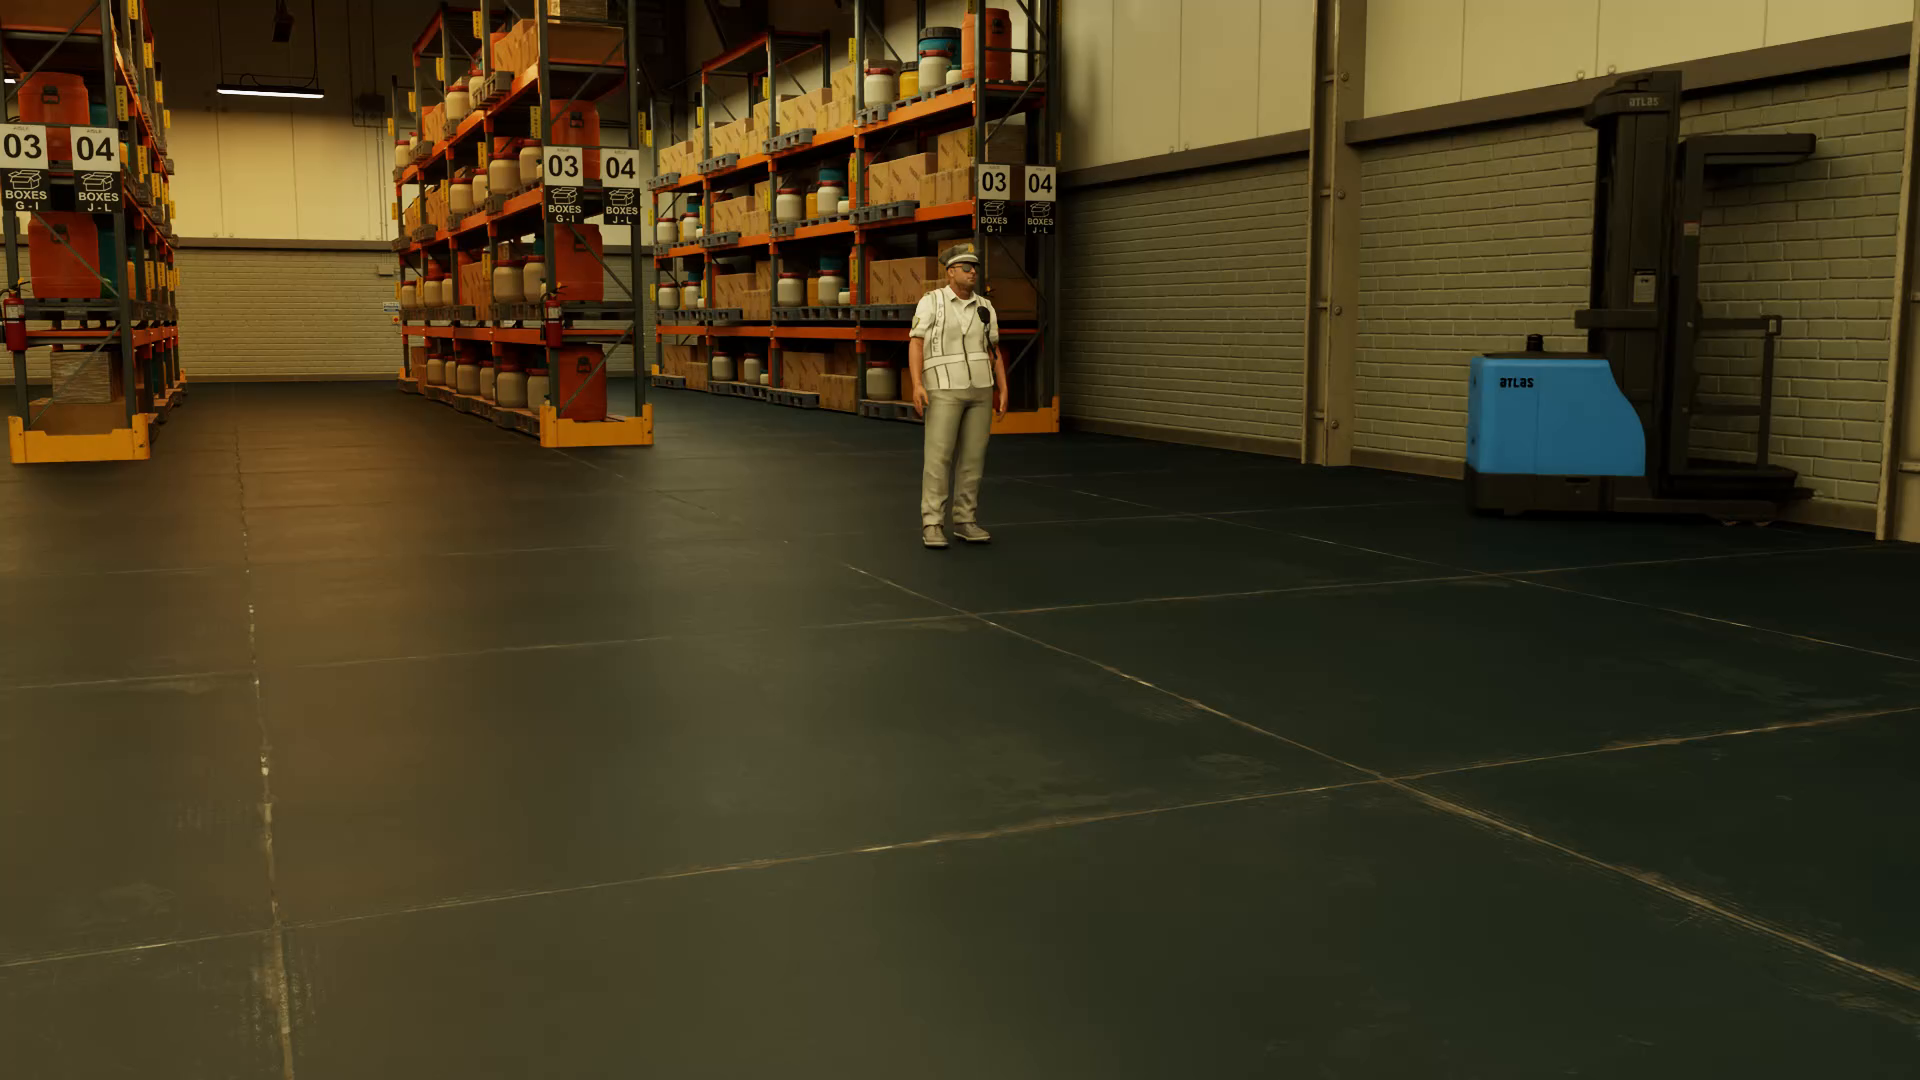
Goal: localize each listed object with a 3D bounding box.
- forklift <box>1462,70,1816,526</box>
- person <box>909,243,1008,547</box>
[{"bbox_3d":[5.060,-1.619,11.224,3.031,2.935,1.130,2,8,11],"label":"forklift"},{"bbox_3d":[0.020,-0.880,9.961,0.640,1.781,0.575,-3,8,-23],"label":"person"}]
